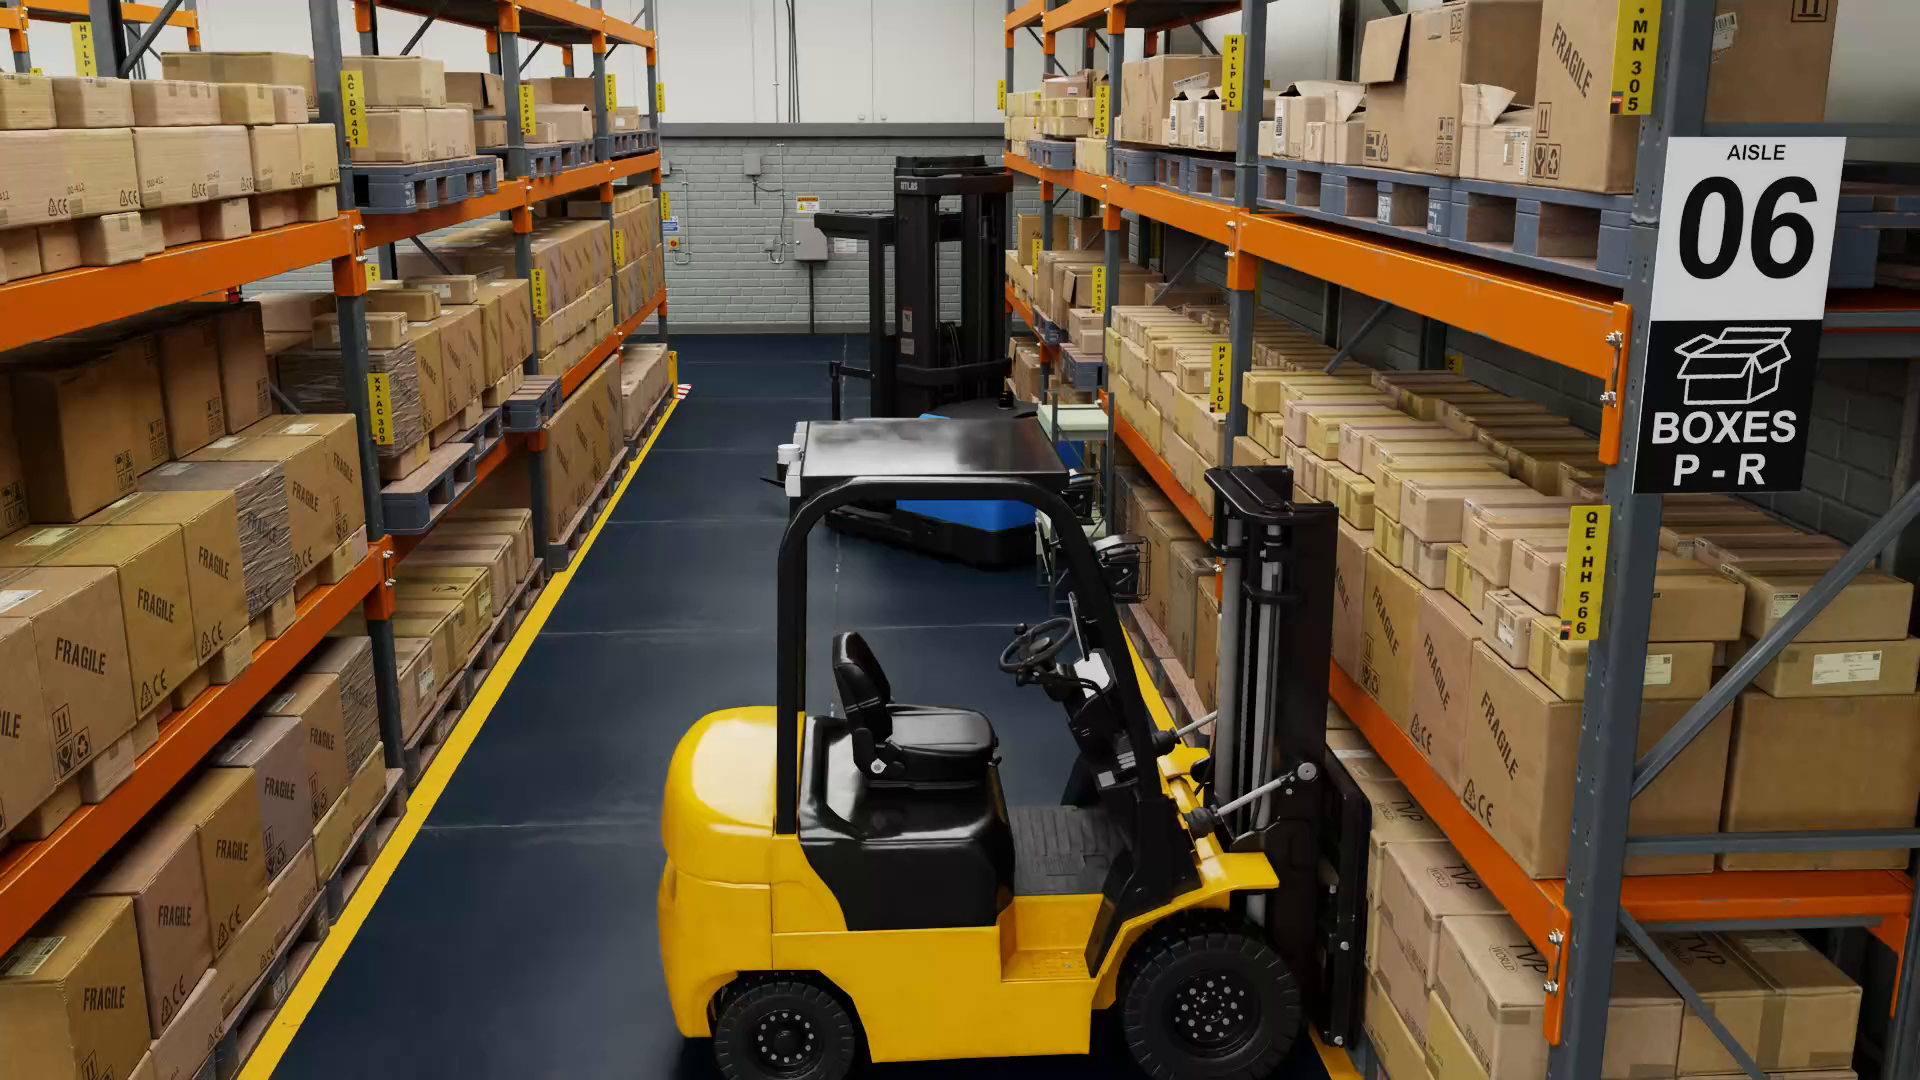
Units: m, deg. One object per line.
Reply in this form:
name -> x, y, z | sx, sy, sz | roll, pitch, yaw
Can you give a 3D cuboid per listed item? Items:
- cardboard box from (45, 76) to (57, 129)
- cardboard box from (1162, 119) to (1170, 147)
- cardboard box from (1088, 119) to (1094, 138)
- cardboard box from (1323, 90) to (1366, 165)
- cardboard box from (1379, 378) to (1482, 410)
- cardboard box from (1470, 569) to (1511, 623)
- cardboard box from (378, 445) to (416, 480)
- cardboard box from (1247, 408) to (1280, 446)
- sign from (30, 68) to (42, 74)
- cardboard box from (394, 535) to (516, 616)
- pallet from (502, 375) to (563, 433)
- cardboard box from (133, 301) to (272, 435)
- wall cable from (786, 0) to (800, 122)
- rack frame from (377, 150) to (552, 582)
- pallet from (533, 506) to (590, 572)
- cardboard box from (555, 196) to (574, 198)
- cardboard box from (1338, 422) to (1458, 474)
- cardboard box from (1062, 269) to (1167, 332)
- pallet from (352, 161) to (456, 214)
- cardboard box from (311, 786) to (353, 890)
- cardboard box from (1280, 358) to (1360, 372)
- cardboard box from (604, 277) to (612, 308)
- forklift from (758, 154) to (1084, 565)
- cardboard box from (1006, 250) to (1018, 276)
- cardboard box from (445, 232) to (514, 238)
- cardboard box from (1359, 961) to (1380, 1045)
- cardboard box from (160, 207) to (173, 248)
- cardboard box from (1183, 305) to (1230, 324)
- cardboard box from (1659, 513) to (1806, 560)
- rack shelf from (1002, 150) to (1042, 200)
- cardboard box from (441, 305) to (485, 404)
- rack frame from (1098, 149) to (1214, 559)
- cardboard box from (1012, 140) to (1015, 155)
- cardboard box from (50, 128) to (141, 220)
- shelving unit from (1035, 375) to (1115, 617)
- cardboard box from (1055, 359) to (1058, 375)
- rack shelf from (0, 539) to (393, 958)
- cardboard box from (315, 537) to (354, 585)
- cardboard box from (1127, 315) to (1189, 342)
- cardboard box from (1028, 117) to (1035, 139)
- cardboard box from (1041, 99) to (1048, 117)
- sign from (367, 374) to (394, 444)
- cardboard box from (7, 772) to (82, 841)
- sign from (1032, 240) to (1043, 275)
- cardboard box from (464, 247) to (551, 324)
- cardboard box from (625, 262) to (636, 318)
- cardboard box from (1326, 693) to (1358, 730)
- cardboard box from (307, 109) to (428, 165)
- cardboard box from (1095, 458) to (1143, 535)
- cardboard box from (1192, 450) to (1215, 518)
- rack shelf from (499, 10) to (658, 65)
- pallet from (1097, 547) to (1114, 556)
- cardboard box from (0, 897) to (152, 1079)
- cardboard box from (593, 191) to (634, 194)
cardboard box -> -2.798, -1.231, 4.676 | 0.380, 0.149, 0.250 | -1, 14, -4
cardboard box -> 1.345, -2.289, 9.344 | 0.380, 0.149, 0.250 | -1, 14, -4
cardboard box -> 1.201, -3.218, 12.996 | 0.380, 0.149, 0.250 | 0, 14, -2
cardboard box -> 1.553, -1.511, 6.086 | 0.396, 0.266, 0.258 | -1, 14, -5
cardboard box -> 2.060, -0.614, 7.295 | 0.380, 0.149, 0.250 | -1, 14, -5
cardboard box -> 1.711, 0.176, 4.820 | 0.380, 0.149, 0.250 | -1, 14, -2
cardboard box -> -2.909, -0.392, 8.192 | 0.380, 0.149, 0.250 | -1, 14, -3
cardboard box -> 1.521, -0.525, 7.544 | 0.380, 0.149, 0.250 | -1, 14, -4
sign -> -8.066, -3.959, 14.547 | 0.100, 0.325, 0.005 | -1, 14, -3
cardboard box -> -3.359, 0.230, 10.542 | 0.950, 0.372, 0.625 | -1, 14, -5
pallet -> -3.287, -0.894, 10.868 | 1.213, 0.211, 1.003 | -1, 14, -3
cardboard box -> -3.379, -0.732, 7.047 | 0.700, 0.500, 0.500 | -1, 14, -4
wall cable -> -1.033, -7.531, 24.161 | 2.988, 3.039, 0.133 | -1, 14, -3
rack frame -> -3.437, -1.163, 11.526 | 1.000, 3.000, 0.127 | -1, 14, -3
pallet -> -3.411, -0.010, 12.640 | 1.003, 0.211, 1.213 | -1, 14, -3
cardboard box -> -3.969, -3.268, 16.200 | 0.380, 0.149, 0.250 | -1, 14, -4
cardboard box -> 1.647, -0.349, 6.264 | 0.380, 0.149, 0.250 | -1, 14, -4
cardboard box -> 1.231, -1.897, 13.329 | 0.797, 0.503, 0.637 | -1, 14, -5
pallet -> -3.122, -1.685, 7.912 | 1.213, 0.211, 1.003 | -1, 14, -3
cardboard box -> -2.842, 1.235, 6.881 | 0.500, 0.250, 0.500 | -1, 14, -5
cardboard box -> 1.941, -0.892, 8.970 | 0.380, 0.149, 0.250 | -1, 14, -4
cardboard box -> -3.415, -2.221, 14.937 | 0.500, 0.250, 0.500 | -1, 14, -3
forklift -> -0.435, -1.531, 13.095 | 1.130, 2.935, 3.031 | -14, 20, -42
cardboard box -> 0.780, -3.184, 19.087 | 0.500, 0.250, 0.500 | -1, 14, -3
cardboard box -> -3.819, -2.197, 13.339 | 0.500, 0.500, 0.500 | -1, 14, -4
cardboard box -> 1.624, 1.517, 5.786 | 0.500, 0.250, 0.500 | -1, 14, -3
cardboard box -> -2.865, -1.039, 5.531 | 0.380, 0.149, 0.250 | -1, 14, -4
cardboard box -> 1.739, -1.525, 11.432 | 0.380, 0.149, 0.250 | 0, 14, -2
cardboard box -> 2.191, 0.025, 4.811 | 0.380, 0.149, 0.250 | -1, 14, -2
rack shelf -> 1.145, -3.837, 17.343 | 1.077, 0.370, 4.000 | -1, 14, -3
cardboard box -> -3.024, -1.060, 9.487 | 0.500, 0.500, 0.500 | -1, 15, -6
rack frame -> 1.516, -1.240, 11.828 | 1.000, 3.000, 0.127 | -1, 14, -3
cardboard box -> 0.762, -4.286, 18.148 | 0.380, 0.149, 0.250 | -1, 14, -2
cardboard box -> -2.785, -1.080, 4.889 | 0.500, 0.250, 0.500 | 0, 14, -2
shelving unit -> 0.767, -0.311, 11.225 | 0.431, 1.500, 0.755 | -1, 14, -4
cardboard box -> 1.086, -1.594, 15.476 | 0.380, 0.149, 0.250 | -1, 14, -4
rack shelf -> -3.066, 0.678, 5.816 | 1.077, 0.370, 4.000 | -1, 14, -3
cardboard box -> -2.843, 0.091, 7.158 | 0.380, 0.149, 0.250 | -1, 14, -2
cardboard box -> 1.302, -1.389, 10.904 | 0.380, 0.149, 0.250 | 0, 14, -2
cardboard box -> 0.946, -4.005, 16.255 | 0.500, 0.250, 0.500 | -1, 14, -5
cardboard box -> 0.910, -3.752, 14.433 | 0.380, 0.149, 0.250 | -1, 14, -4
sign -> -2.649, -0.598, 7.592 | 0.100, 0.325, 0.005 | -1, 14, -3
cardboard box -> -2.722, 0.731, 4.670 | 0.380, 0.149, 0.250 | -1, 14, -5
sign -> 0.728, -2.644, 15.546 | 0.100, 0.325, 0.005 | -1, 14, -3
cardboard box -> -3.224, -1.822, 11.880 | 0.500, 0.500, 0.500 | -1, 14, -5
cardboard box -> -3.480, -2.452, 16.336 | 0.500, 0.500, 0.500 | -1, 14, -3
cardboard box -> 1.545, 0.774, 6.665 | 0.500, 0.250, 0.500 | 0, 14, -2
cardboard box -> -2.826, -1.903, 7.841 | 0.500, 0.250, 0.500 | -1, 14, -5
cardboard box -> 1.276, -0.335, 12.482 | 0.500, 0.500, 0.500 | 0, 14, -2
cardboard box -> 1.472, -0.294, 8.451 | 0.500, 0.250, 0.500 | -1, 14, -2
rack shelf -> -3.809, -5.018, 16.718 | 1.077, 0.370, 4.000 | -1, 14, -3
pallet -> 1.508, -0.076, 12.899 | 1.003, 0.211, 1.213 | -1, 14, -3
cardboard box -> -2.718, 1.381, 4.809 | 0.500, 0.500, 0.500 | -1, 14, -5
cardboard box -> -3.580, -3.531, 17.221 | 0.380, 0.149, 0.250 | 0, 14, -2
